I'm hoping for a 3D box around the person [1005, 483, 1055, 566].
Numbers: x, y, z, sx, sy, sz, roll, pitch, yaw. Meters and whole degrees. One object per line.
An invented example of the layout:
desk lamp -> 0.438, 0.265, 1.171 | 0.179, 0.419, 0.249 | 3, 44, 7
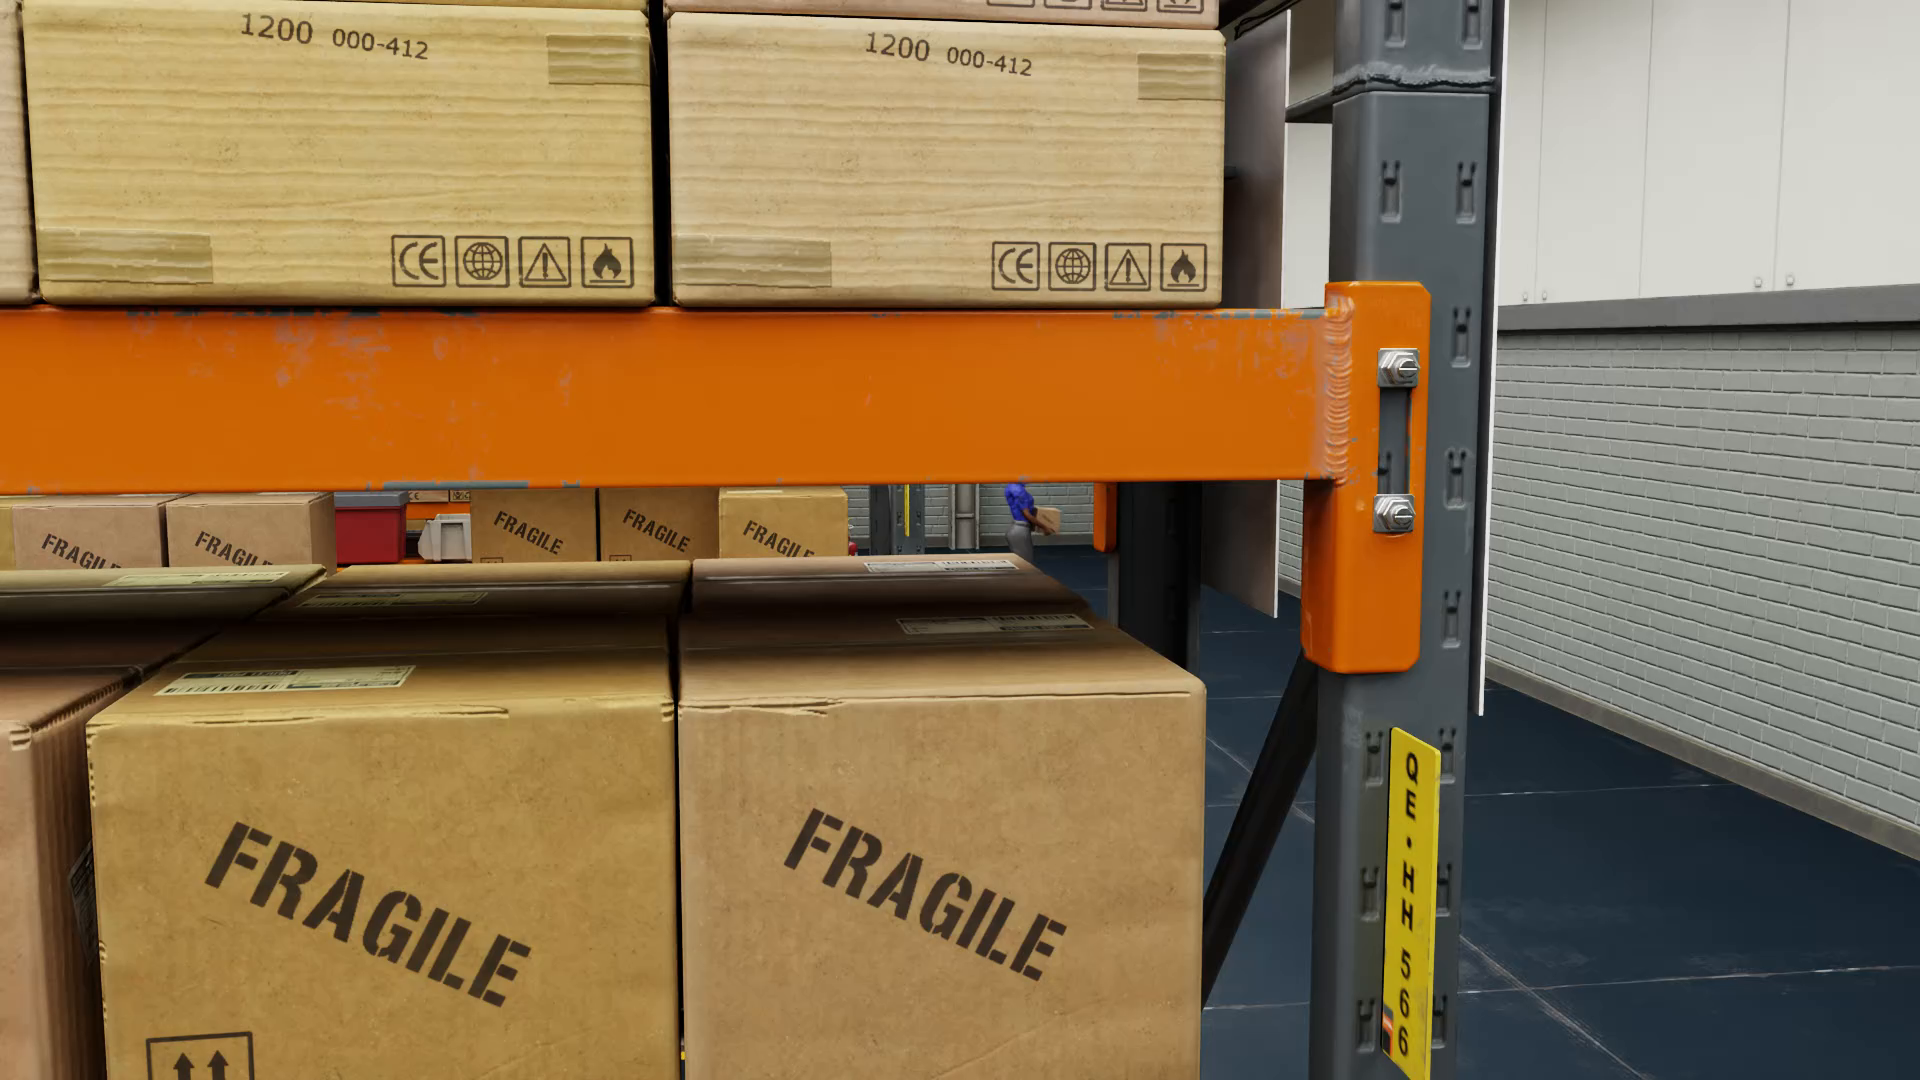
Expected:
person -> 0.701, -0.023, 17.105 | 0.517, 1.647, 0.450 | -1, 7, -8
